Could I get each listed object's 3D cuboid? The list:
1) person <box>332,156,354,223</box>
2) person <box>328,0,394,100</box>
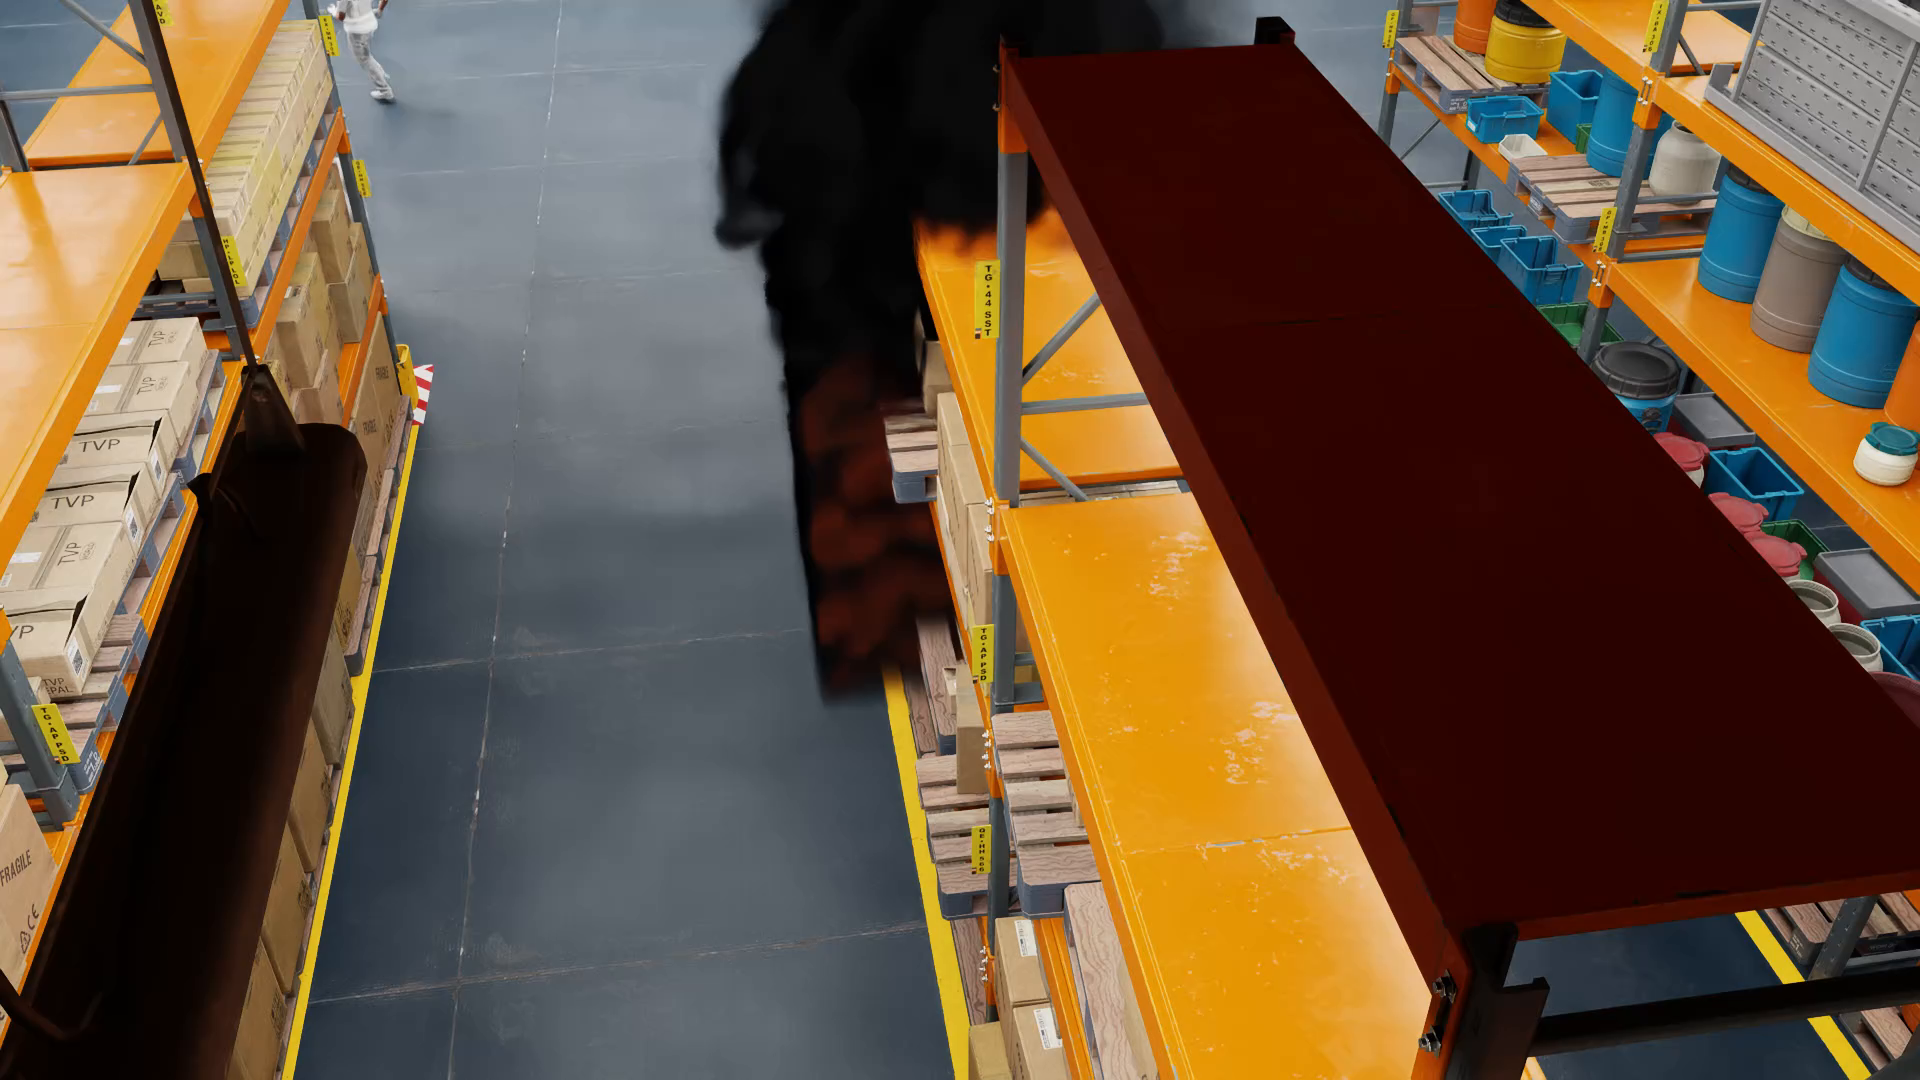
[{"bbox_3d":[-6.150,-3.151,16.345,0.763,1.768,0.589,22,42,27],"label":"person"},{"bbox_3d":[-7.454,-6.340,20.579,0.662,1.747,0.664,10,38,14],"label":"person"}]
